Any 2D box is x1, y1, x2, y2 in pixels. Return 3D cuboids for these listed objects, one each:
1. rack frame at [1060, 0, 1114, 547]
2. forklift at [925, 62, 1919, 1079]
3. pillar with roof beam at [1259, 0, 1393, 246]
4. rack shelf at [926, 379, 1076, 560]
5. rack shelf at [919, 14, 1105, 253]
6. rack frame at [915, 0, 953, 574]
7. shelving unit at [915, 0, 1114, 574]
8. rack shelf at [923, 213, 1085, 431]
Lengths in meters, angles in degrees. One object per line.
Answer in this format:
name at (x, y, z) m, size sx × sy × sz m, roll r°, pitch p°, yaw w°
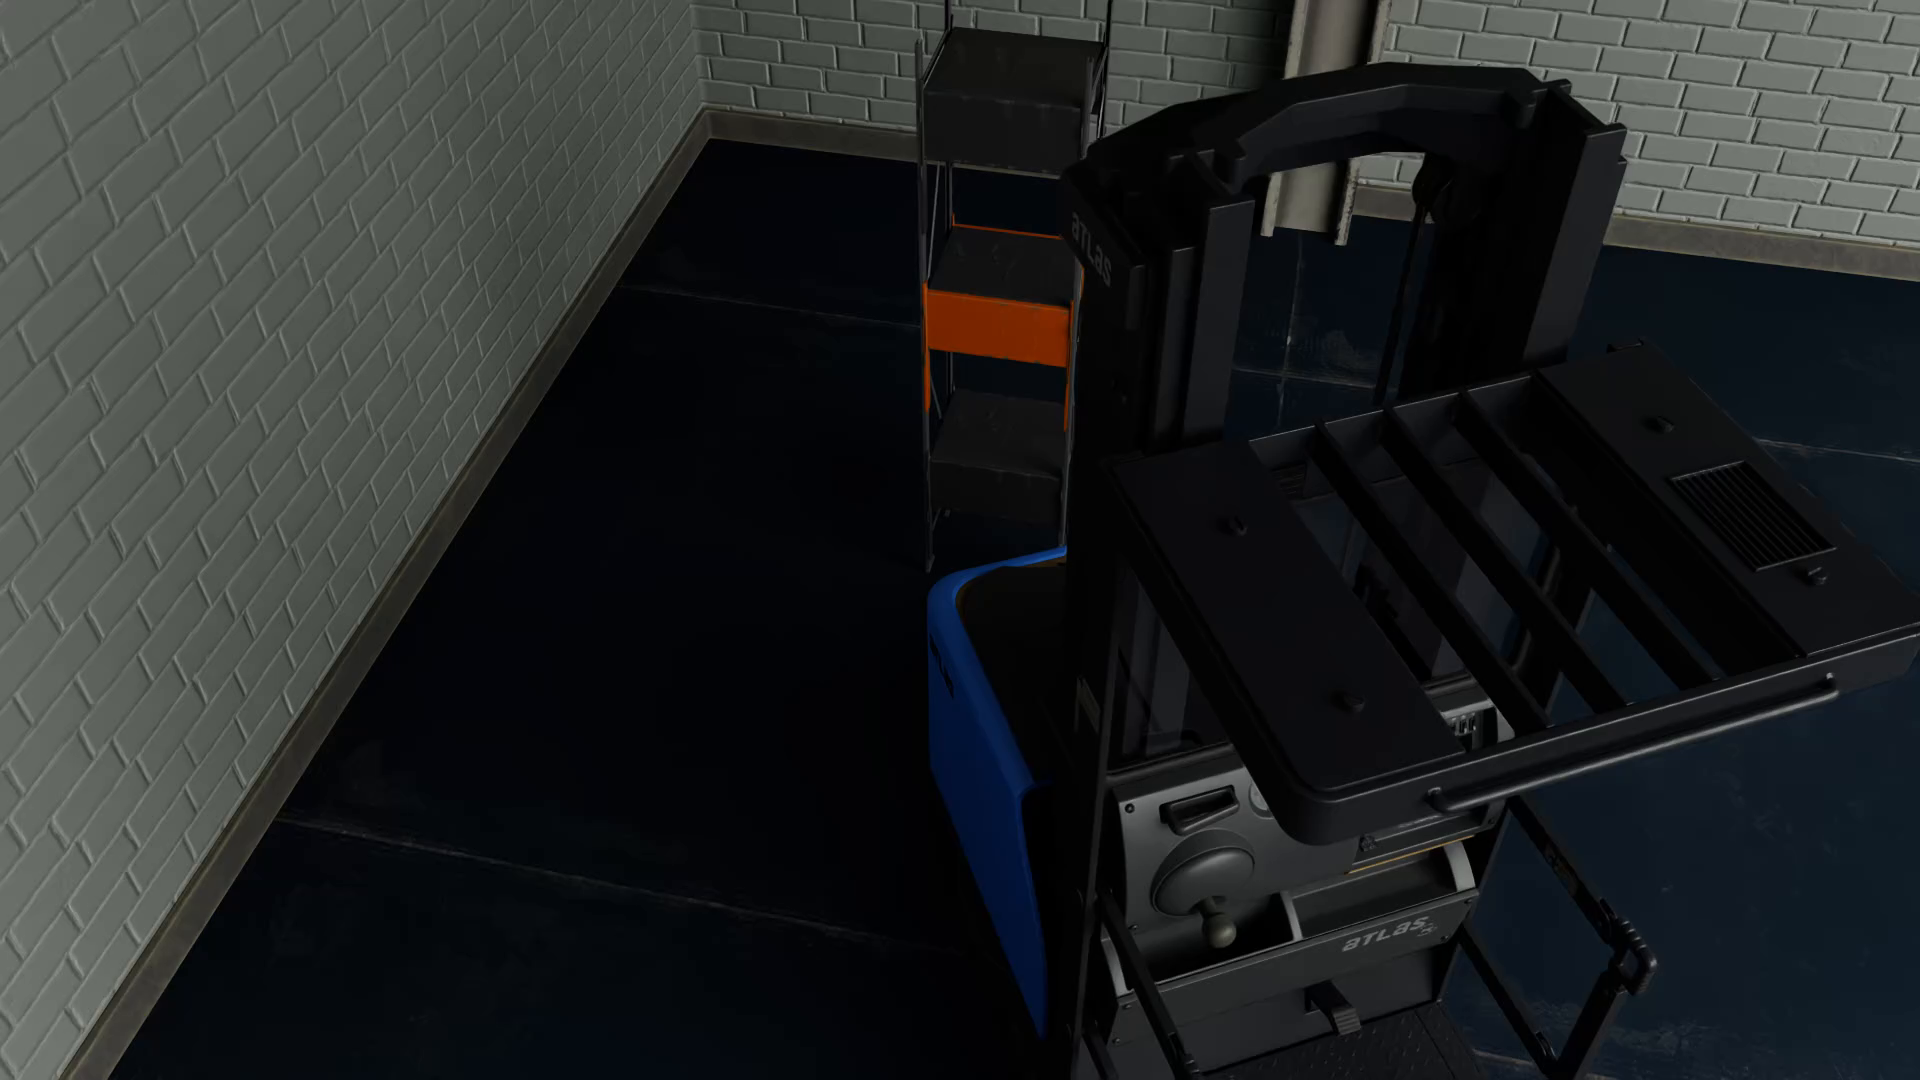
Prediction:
rack frame at (0.400, -0.694, 5.457) m, size 0.015 × 2.100 × 0.400 m, roll 9°, pitch 45°, yaw 9°
forklift at (0.844, 0.684, 3.426) m, size 1.130 × 2.935 × 3.031 m, roll -13°, pitch 45°, yaw -13°
pillar with roof beam at (0.677, -1.818, 1.650) m, size 0.400 × 9.000 × 9.100 m, roll 9°, pitch 45°, yaw 9°
rack shelf at (0.162, -0.217, 5.991) m, size 0.480 × 0.518 × 0.431 m, roll 9°, pitch 45°, yaw 9°
rack shelf at (0.162, -1.226, 5.020) m, size 0.480 × 0.518 × 0.431 m, roll 9°, pitch 45°, yaw 9°
rack frame at (-0.077, -0.768, 5.534) m, size 0.015 × 2.100 × 0.400 m, roll 9°, pitch 45°, yaw 9°
shelving unit at (0.162, -0.731, 5.496) m, size 0.503 × 2.100 × 0.431 m, roll 9°, pitch 45°, yaw 9°
rack shelf at (0.162, -0.722, 5.505) m, size 0.480 × 0.518 × 0.431 m, roll 9°, pitch 45°, yaw 9°
